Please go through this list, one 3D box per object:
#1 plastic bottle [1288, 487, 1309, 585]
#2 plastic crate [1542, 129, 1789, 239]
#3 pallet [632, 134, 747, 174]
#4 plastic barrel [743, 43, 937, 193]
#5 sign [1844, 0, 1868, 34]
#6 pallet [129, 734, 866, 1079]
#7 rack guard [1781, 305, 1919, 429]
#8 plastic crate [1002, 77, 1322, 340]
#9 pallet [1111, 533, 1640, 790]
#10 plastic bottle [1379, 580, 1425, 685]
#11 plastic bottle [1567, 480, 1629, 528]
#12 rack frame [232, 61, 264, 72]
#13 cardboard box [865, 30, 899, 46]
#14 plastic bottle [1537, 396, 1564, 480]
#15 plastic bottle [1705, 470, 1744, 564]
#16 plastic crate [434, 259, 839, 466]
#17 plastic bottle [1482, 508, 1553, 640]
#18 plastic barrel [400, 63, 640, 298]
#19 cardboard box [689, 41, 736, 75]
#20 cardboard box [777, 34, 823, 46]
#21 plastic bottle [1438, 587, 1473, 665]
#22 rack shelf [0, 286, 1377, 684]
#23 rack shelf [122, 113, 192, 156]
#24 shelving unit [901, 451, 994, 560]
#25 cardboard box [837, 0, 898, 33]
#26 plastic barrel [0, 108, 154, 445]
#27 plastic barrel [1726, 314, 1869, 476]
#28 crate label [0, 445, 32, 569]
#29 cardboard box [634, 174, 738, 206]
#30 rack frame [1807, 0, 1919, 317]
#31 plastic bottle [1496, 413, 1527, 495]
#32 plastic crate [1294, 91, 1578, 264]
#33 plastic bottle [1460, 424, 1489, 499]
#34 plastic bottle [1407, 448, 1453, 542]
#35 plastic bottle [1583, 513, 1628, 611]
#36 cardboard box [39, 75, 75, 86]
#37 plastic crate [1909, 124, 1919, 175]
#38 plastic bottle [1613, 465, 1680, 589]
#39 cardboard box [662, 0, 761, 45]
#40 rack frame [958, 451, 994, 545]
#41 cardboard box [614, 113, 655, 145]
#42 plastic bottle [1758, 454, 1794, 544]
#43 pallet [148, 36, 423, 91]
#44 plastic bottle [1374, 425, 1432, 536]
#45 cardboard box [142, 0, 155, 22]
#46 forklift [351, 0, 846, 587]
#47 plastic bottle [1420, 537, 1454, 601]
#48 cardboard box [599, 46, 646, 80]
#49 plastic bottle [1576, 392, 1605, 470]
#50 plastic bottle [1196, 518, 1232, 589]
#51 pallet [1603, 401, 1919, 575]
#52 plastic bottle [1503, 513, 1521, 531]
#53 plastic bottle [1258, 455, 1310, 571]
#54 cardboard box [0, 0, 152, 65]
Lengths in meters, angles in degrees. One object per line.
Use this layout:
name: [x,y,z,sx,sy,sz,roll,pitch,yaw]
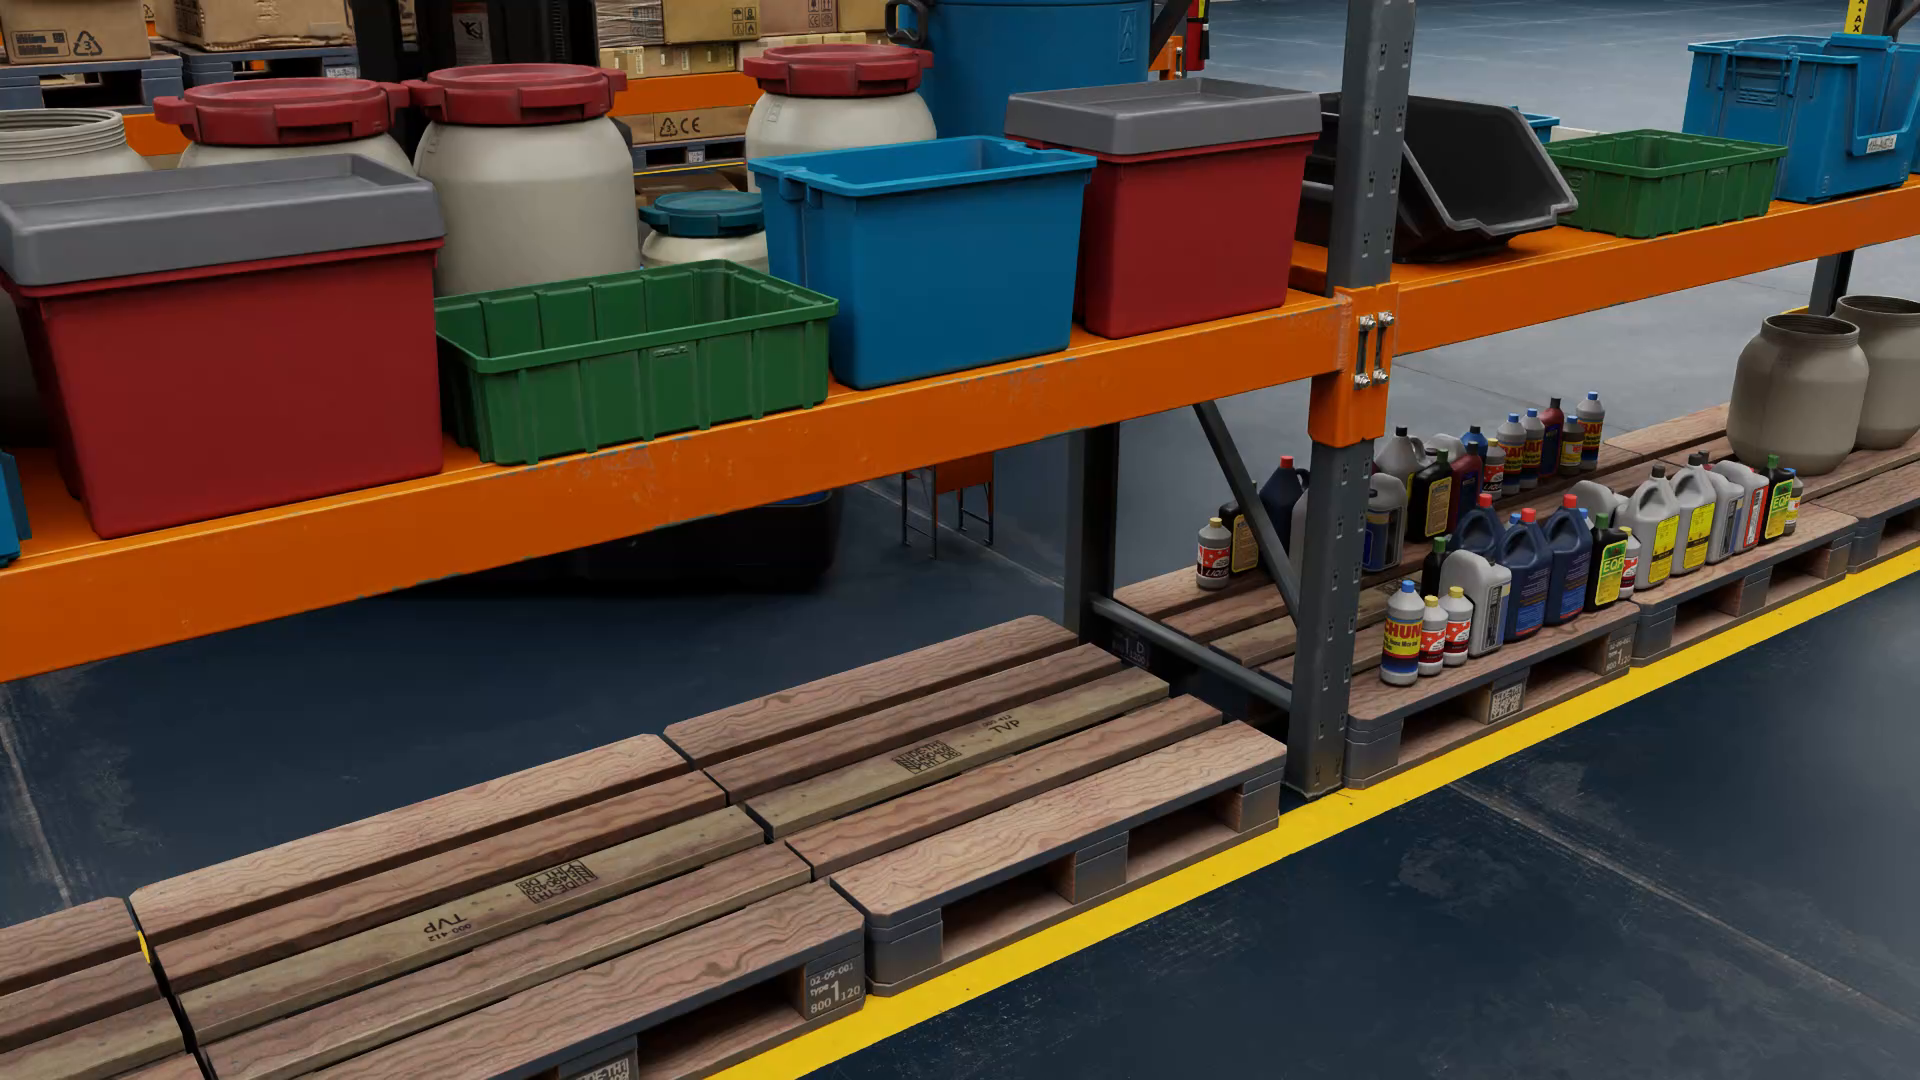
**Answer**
plastic bottle: [1.082,-0.047,4.946,0.185,0.351,0.144,-15,26,-33]
plastic crate: [1.910,-1.000,4.642,0.662,0.188,0.450,-15,26,-33]
pallet: [-2.420,-3.268,13.801,1.213,0.211,1.003,-15,26,-33]
plastic barrel: [-0.261,-0.812,3.700,0.433,0.535,0.433,0,22,0]
sign: [3.573,-2.051,6.615,0.005,0.325,0.100,-15,26,-33]
pallet: [-0.962,0.853,3.475,1.213,0.211,1.003,-15,26,-33]
rack guard: [3.856,-0.564,6.635,0.348,0.500,1.175,-15,26,-33]
plastic crate: [0.429,-0.723,3.574,0.583,0.464,0.402,-15,26,-33]
pallet: [1.213,0.272,4.929,1.213,0.211,1.003,-15,26,-33]
plastic bottle: [1.158,0.236,4.346,0.097,0.271,0.097,0,22,0]
plastic bottle: [1.932,-0.051,5.058,0.135,0.276,0.152,-15,26,-33]
rack frame: [-5.064,-3.894,11.608,0.127,3.000,1.000,-15,26,-33]
cardboard box: [-0.513,-2.616,8.743,0.250,0.149,0.380,-15,26,-33]
plastic bottle: [2.042,-0.356,5.813,0.133,0.283,0.061,-14,26,-32]
plastic bottle: [2.322,-0.089,5.154,0.135,0.276,0.152,-16,27,-34]
plastic crate: [-0.605,-0.330,2.961,0.662,0.188,0.450,-15,26,-33]
plastic bottle: [1.541,0.086,4.613,0.185,0.351,0.144,-14,26,-31]
plastic barrel: [-0.857,-0.653,3.302,0.433,0.535,0.433,0,22,0]
cardboard box: [-1.304,-2.389,8.175,0.250,0.149,0.380,-15,26,-33]
cardboard box: [-0.899,-2.497,8.446,0.250,0.149,0.380,-15,26,-33]
plastic bottle: [1.323,0.224,4.469,0.097,0.201,0.097,0,22,0]
rack shelf: [-0.980,-0.123,3.128,4.000,0.370,1.077,-15,26,-33]
rack shelf: [-3.873,-1.613,6.862,4.000,0.370,1.077,-15,26,-33]
shelving unit: [-0.043,-0.476,5.673,0.252,1.050,0.215,-15,26,-33]
cardboard box: [-0.644,-2.975,8.769,0.500,0.500,0.875,-15,26,-33]
plastic barrel: [-1.551,-0.454,2.836,0.421,0.512,0.421,0,22,0]
plastic barrel: [2.994,-0.521,5.946,0.421,0.512,0.421,0,22,0]
crate label: [-1.639,-0.174,2.238,0.616,0.435,0.502,-15,26,-33]
cardboard box: [-1.441,-1.615,8.702,0.500,0.500,0.500,-7,23,-16]
rack frame: [3.890,-1.756,6.249,0.127,3.000,1.000,-15,26,-33]
plastic bottle: [1.877,-0.298,5.684,0.097,0.271,0.097,0,22,0]
plastic crate: [1.143,-0.936,4.279,0.504,0.338,0.767,-15,26,-33]
plastic bottle: [1.713,-0.254,5.574,0.097,0.271,0.097,0,22,0]
plastic bottle: [1.497,-0.145,5.284,0.133,0.283,0.061,-15,26,-33]
plastic bottle: [1.853,0.054,4.786,0.133,0.283,0.061,-14,25,-31]
cardboard box: [-6.300,-2.675,11.022,0.750,0.750,1.050,-15,26,-33]
plastic crate: [3.128,-1.349,5.431,0.408,0.251,0.499,-15,26,-33]
plastic bottle: [2.039,-0.047,4.946,0.185,0.351,0.144,-15,26,-33]
cardboard box: [-1.421,-2.741,8.182,0.500,0.500,0.875,-15,26,-33]
rack frame: [0.056,-0.502,5.739,0.008,1.050,0.200,-15,26,-33]
cardboard box: [-3.042,-3.610,13.197,0.875,0.875,0.875,-15,26,-34]
plastic bottle: [2.571,-0.138,5.267,0.133,0.283,0.061,-14,26,-32]
pallet: [-2.954,-2.169,7.544,1.213,0.211,1.003,-15,26,-33]
plastic bottle: [1.416,-0.201,5.334,0.185,0.351,0.144,-15,26,-33]
cardboard box: [-5.331,-3.747,11.104,0.500,0.500,0.500,-15,26,-33]
forklift: [-1.939,-1.370,5.375,3.031,2.935,1.130,0,22,0]
plastic bottle: [1.342,0.120,4.619,0.133,0.283,0.061,-15,26,-33]
cardboard box: [-1.688,-2.269,7.875,0.250,0.149,0.380,-15,26,-33]
plastic bottle: [2.237,-0.394,5.924,0.097,0.271,0.097,0,22,0]
plastic bottle: [0.756,0.033,4.948,0.097,0.201,0.097,0,22,0]
pallet: [3.194,-0.256,6.252,1.213,0.211,1.003,-15,26,-33]
plastic bottle: [1.588,0.055,4.798,0.097,0.271,0.097,0,22,0]
plastic bottle: [0.998,-0.090,5.055,0.185,0.351,0.144,-16,27,-34]
cardboard box: [-3.602,-2.220,6.706,0.637,0.503,0.797,-12,25,-27]
